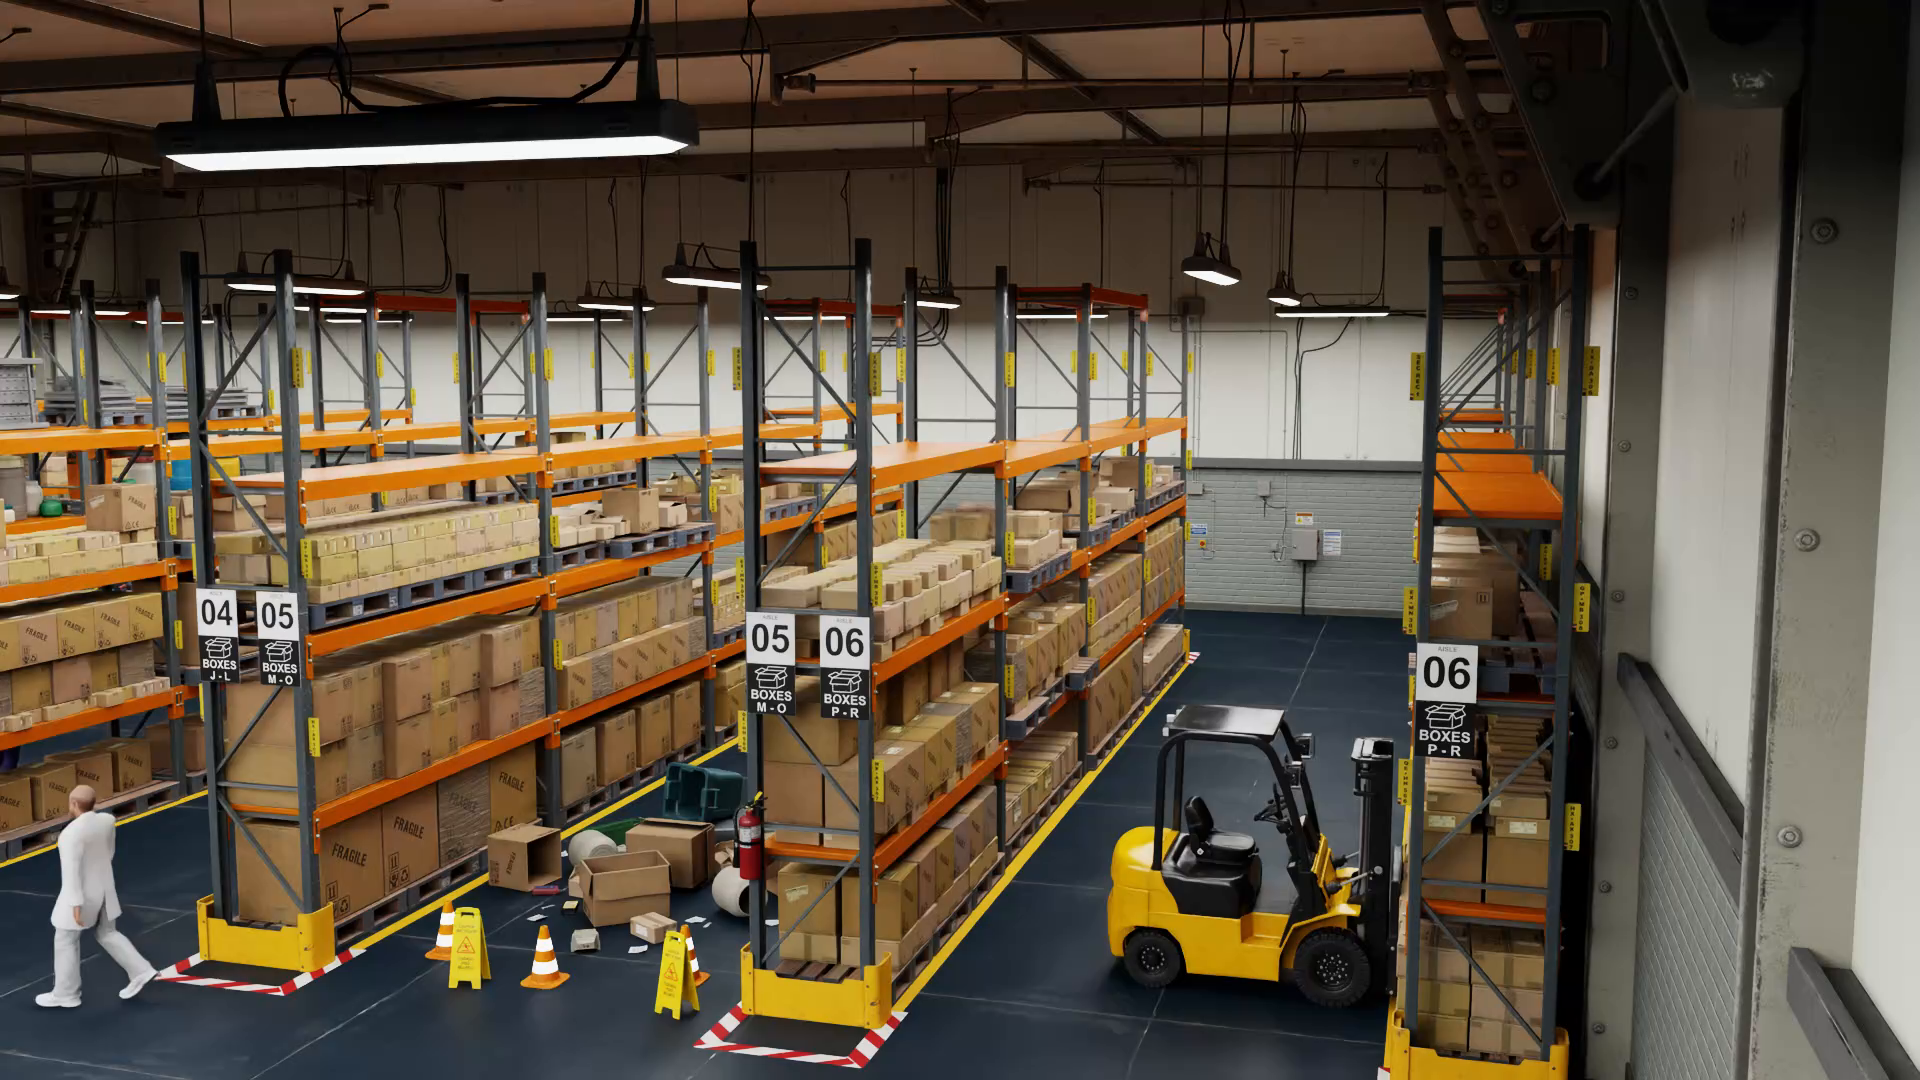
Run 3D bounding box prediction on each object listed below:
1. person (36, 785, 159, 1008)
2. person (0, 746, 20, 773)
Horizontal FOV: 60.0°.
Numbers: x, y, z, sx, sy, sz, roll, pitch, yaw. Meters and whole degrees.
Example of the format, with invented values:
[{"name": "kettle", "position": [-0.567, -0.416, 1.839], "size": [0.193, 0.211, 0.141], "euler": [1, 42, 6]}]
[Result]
[{"name": "person", "position": [-6.888, 2.812, 13.193], "size": [0.874, 1.763, 0.551], "euler": [2, 7, 15]}, {"name": "person", "position": [-11.126, 2.185, 19.352], "size": [0.586, 1.657, 0.398], "euler": [1, 7, 11]}]
